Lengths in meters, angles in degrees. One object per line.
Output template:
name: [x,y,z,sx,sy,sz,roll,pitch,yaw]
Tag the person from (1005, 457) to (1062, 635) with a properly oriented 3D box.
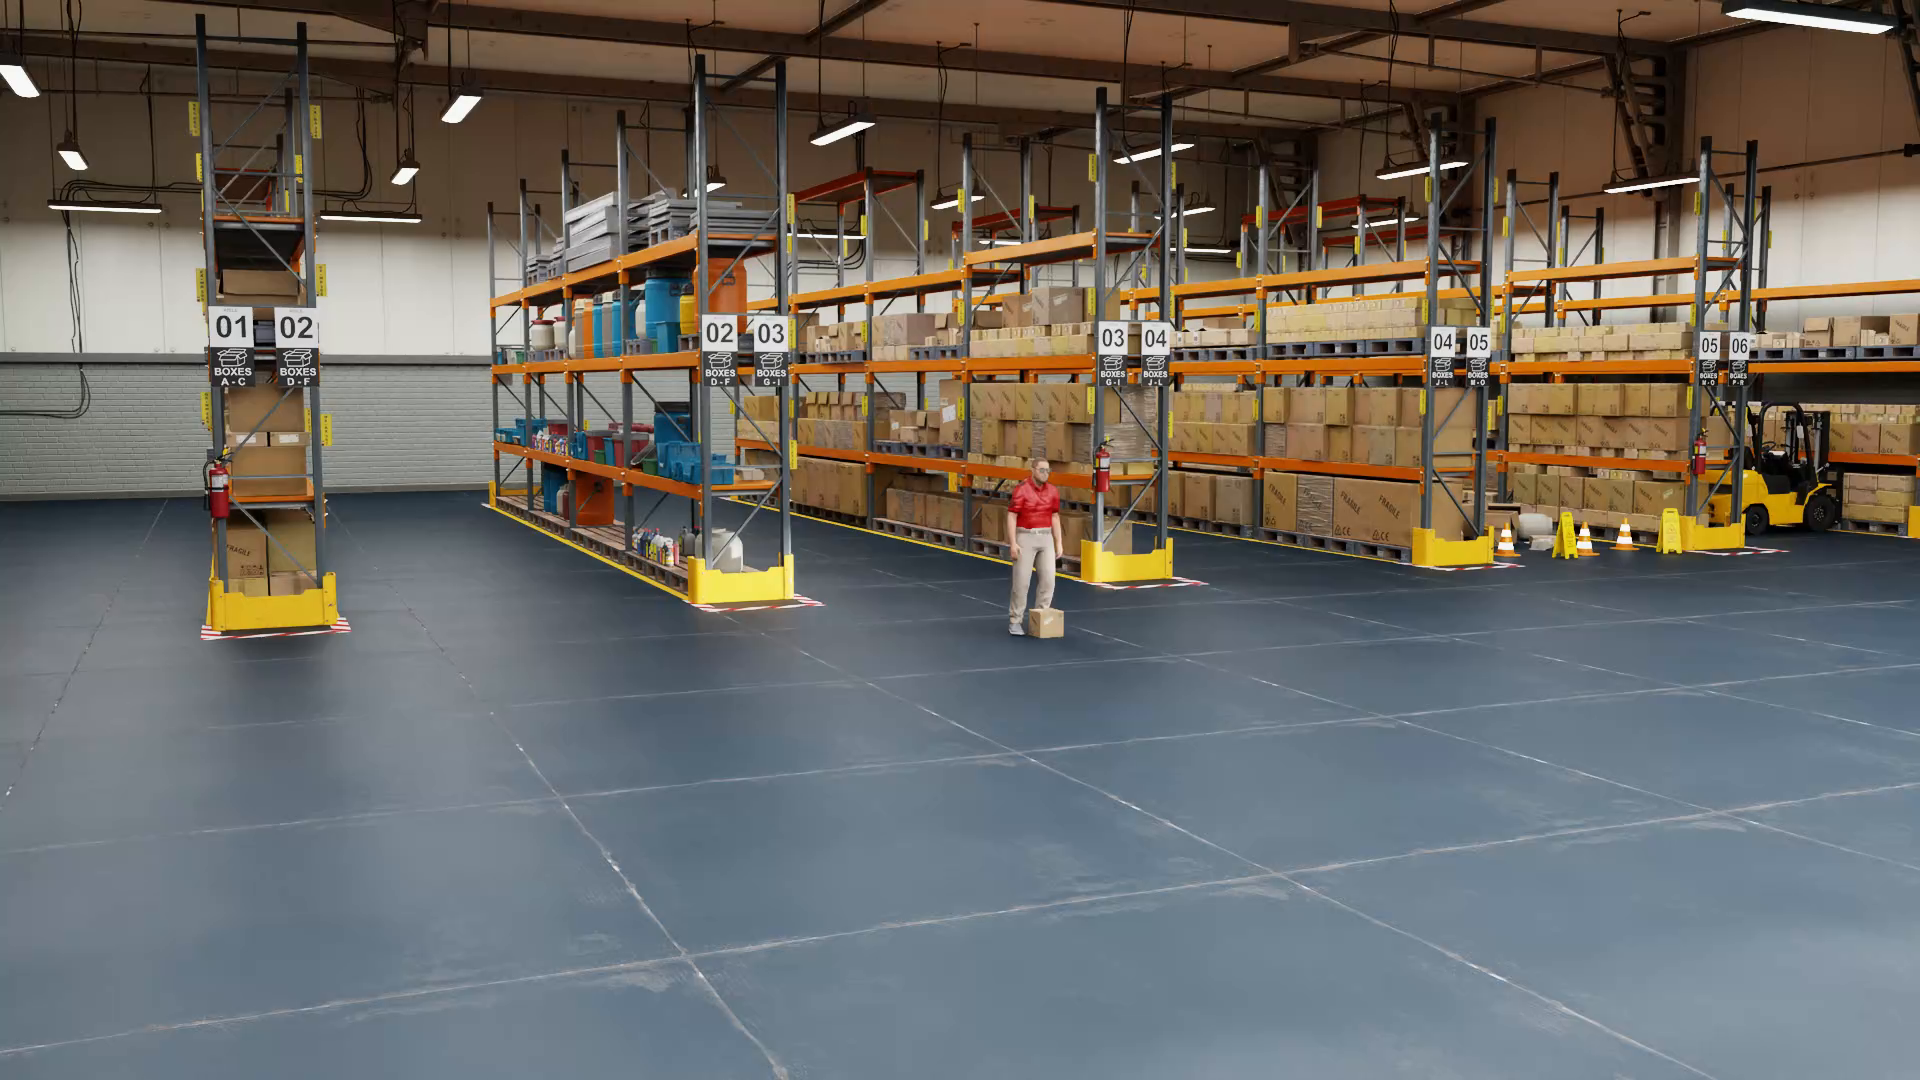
person: [0.727,0.049,16.306,0.585,1.727,0.390,-2,6,-24]
